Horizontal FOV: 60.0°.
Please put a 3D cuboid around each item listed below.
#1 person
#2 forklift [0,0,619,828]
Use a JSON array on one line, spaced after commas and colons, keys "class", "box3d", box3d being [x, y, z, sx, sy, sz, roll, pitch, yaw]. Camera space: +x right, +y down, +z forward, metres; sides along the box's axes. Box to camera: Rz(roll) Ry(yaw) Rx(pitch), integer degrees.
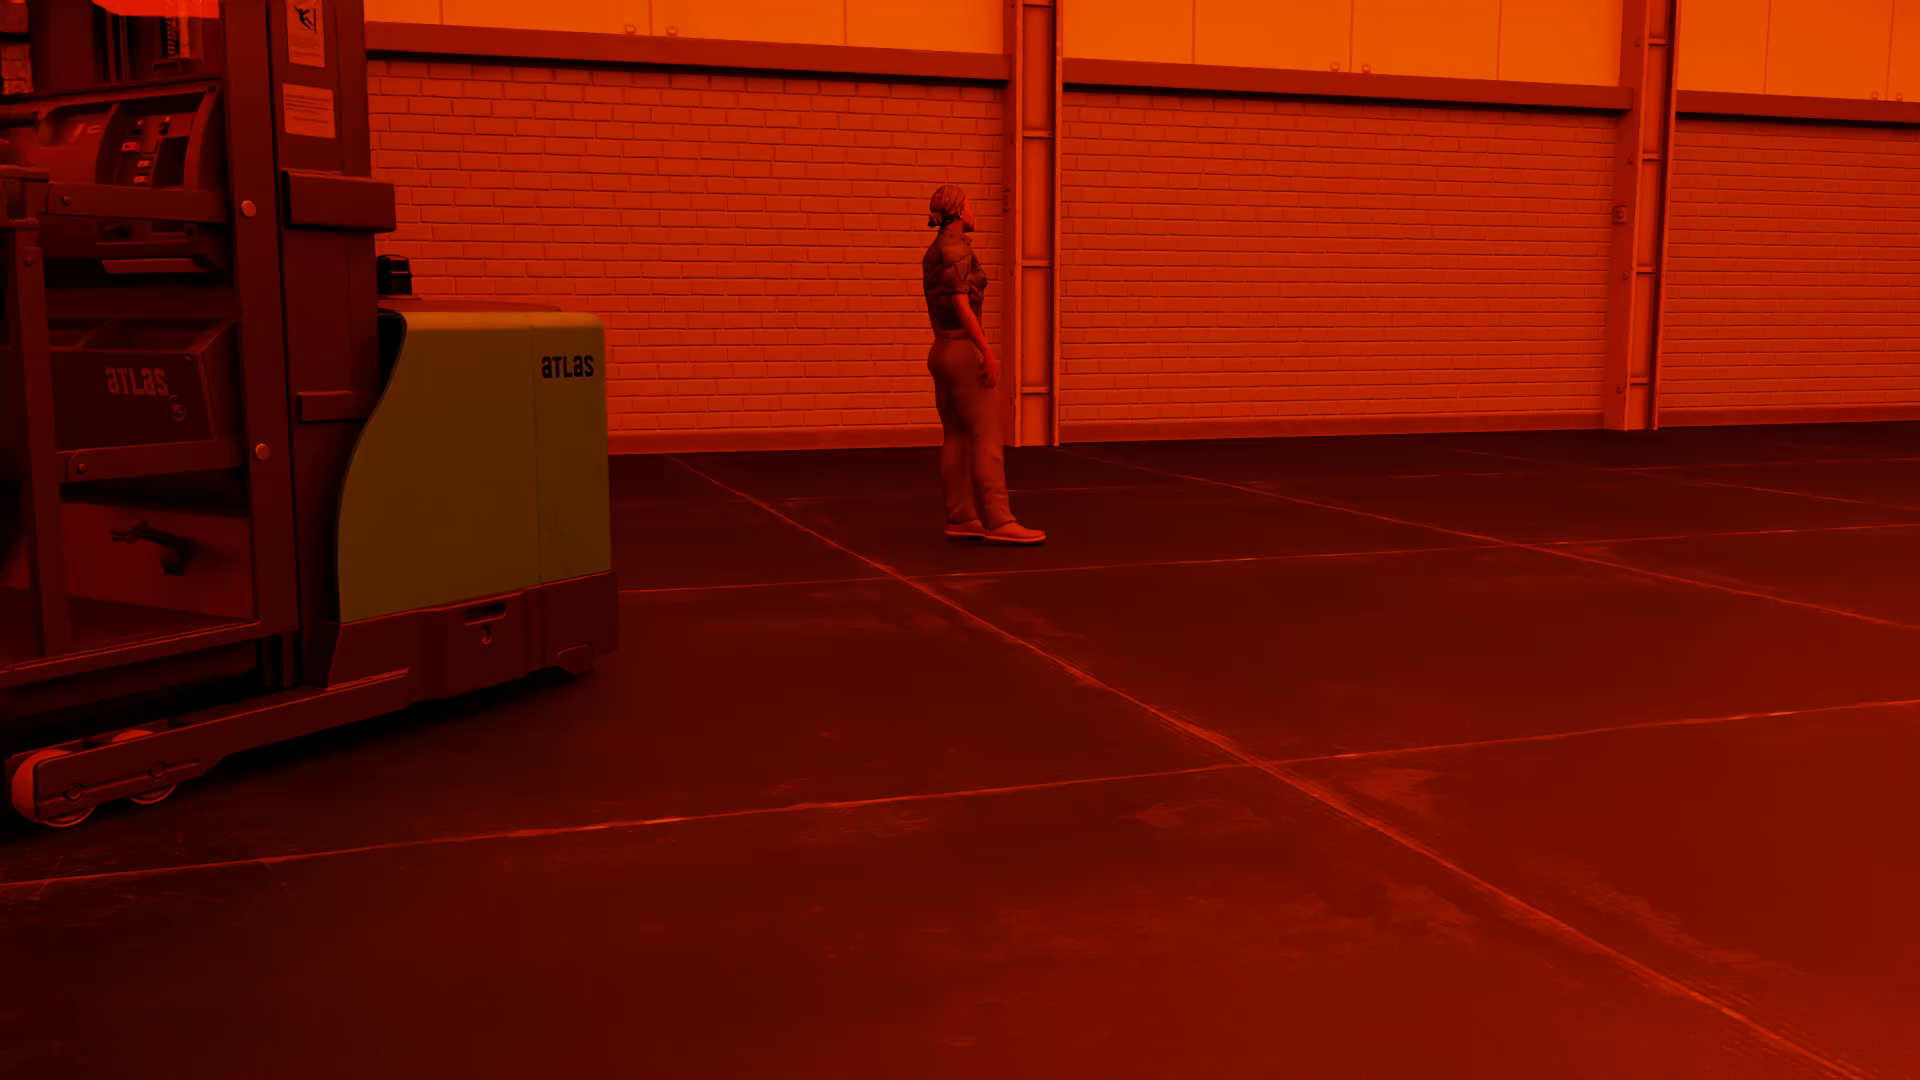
[{"class": "person", "box3d": [0.089, -0.828, 7.820, 0.504, 1.654, 0.569, -3, 8, -18]}, {"class": "forklift", "box3d": [-2.193, -0.918, 3.796, 1.130, 2.935, 3.031, 4, 9, 29]}]
